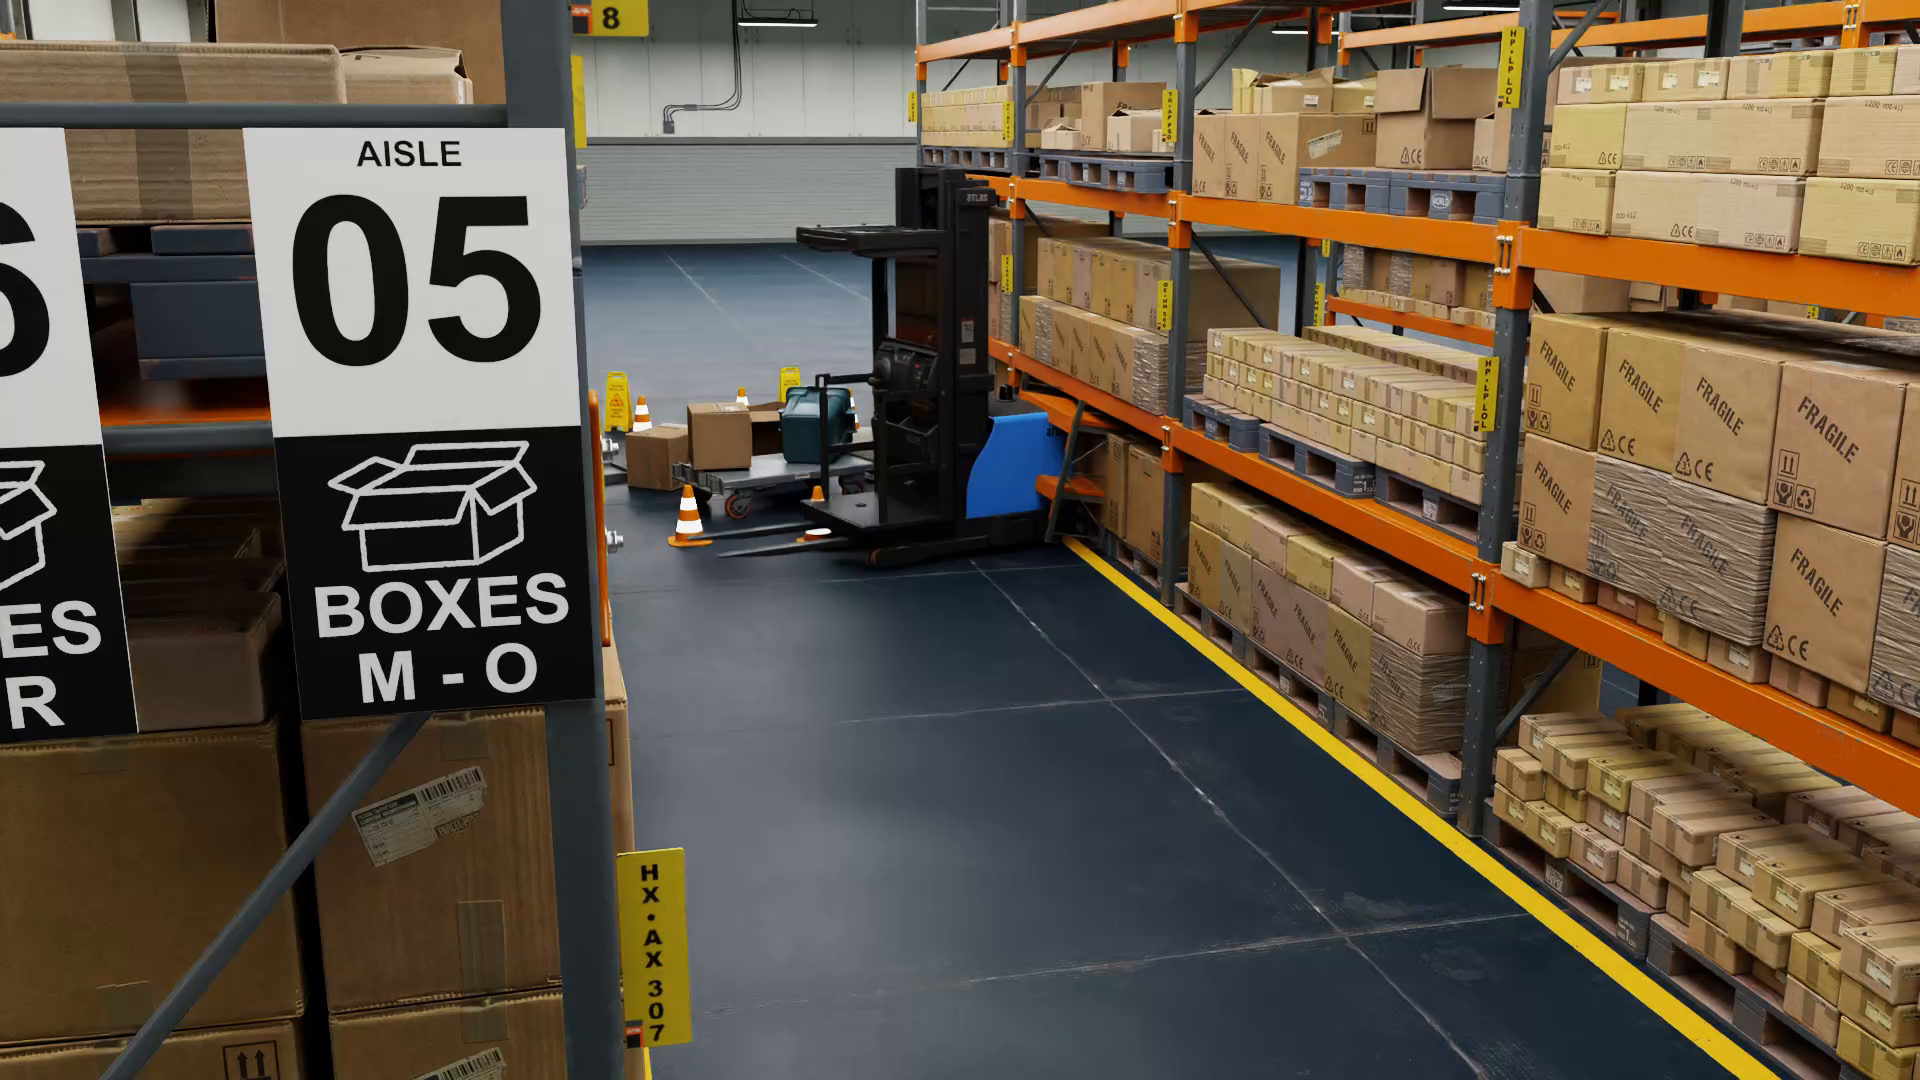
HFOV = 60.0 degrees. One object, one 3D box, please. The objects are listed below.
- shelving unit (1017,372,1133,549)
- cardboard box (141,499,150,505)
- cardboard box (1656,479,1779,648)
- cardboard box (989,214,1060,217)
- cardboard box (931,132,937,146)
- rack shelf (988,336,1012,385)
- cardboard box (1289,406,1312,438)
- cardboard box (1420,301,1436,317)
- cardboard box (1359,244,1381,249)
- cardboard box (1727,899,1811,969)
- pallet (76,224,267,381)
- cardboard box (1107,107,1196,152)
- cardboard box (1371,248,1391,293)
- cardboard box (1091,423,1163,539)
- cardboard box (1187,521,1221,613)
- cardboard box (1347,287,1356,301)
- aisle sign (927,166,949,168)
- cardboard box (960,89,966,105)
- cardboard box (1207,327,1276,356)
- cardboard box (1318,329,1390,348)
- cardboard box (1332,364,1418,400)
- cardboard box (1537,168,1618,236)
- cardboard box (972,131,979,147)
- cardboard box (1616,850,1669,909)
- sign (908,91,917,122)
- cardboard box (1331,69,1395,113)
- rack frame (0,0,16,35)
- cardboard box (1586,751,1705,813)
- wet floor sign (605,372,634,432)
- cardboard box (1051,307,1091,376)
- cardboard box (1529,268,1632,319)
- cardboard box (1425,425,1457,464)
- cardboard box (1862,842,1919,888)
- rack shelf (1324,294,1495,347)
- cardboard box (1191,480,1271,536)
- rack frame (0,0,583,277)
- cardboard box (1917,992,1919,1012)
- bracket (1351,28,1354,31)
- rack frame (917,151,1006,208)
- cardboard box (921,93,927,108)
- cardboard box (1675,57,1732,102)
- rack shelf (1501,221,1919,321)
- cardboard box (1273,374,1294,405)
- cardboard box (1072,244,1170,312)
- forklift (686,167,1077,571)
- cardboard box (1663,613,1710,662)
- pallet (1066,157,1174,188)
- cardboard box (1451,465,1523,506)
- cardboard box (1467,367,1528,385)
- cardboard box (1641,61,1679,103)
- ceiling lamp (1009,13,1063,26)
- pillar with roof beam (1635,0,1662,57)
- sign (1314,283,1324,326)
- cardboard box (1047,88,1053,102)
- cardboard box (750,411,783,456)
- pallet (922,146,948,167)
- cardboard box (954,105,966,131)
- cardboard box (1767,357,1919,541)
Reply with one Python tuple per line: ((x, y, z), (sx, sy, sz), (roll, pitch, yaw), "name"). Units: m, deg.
((0.811, -0.646, 13.220), (0.538, 1.125, 1.048), (7, 15, -25), "shelving unit")
((-1.641, -0.096, 3.816), (0.380, 0.149, 0.250), (-3, 14, -12), "cardboard box")
((2.918, 0.061, 6.018), (0.500, 0.500, 0.500), (-4, 14, -14), "cardboard box")
((0.540, -3.010, 16.837), (0.875, 0.550, 0.500), (-3, 14, -13), "cardboard box")
((-0.091, -4.248, 17.609), (0.380, 0.149, 0.250), (-3, 14, -13), "cardboard box")
((0.491, -2.063, 17.068), (1.077, 0.370, 4.000), (-3, 14, -13), "rack shelf")
((2.123, -0.690, 9.577), (0.380, 0.149, 0.250), (-3, 14, -12), "cardboard box")
((5.132, -2.463, 17.716), (0.380, 0.149, 0.250), (-3, 14, -13), "cardboard box")
((4.841, -3.548, 18.686), (0.500, 0.500, 0.500), (-3, 14, -13), "cardboard box")
((2.986, 1.387, 5.926), (0.380, 0.149, 0.250), (-3, 14, -13), "cardboard box")
((-1.193, -0.469, 2.891), (1.003, 0.211, 1.213), (-3, 14, -13), "pallet")
((1.363, -2.919, 11.829), (0.500, 0.311, 0.500), (-3, 14, -13), "cardboard box")
((5.203, -3.083, 18.890), (0.875, 0.500, 0.500), (-3, 14, -13), "cardboard box")
((1.636, -0.487, 12.955), (1.050, 0.750, 0.750), (-3, 14, -12), "cardboard box")
((1.819, 0.159, 10.838), (0.500, 0.500, 0.500), (-4, 14, -16), "cardboard box")
((4.742, -2.868, 19.373), (0.380, 0.149, 0.250), (-3, 14, -13), "cardboard box")
((-0.287, -4.137, 18.561), (0.394, 0.787, 0.004), (-3, 14, -13), "aisle sign")
((0.208, -4.343, 16.318), (0.380, 0.149, 0.250), (-3, 14, -12), "cardboard box")
((1.822, -1.281, 10.742), (0.380, 0.149, 0.250), (-3, 14, -13), "cardboard box")
((2.518, -1.254, 10.631), (0.380, 0.149, 0.250), (-3, 14, -14), "cardboard box")
((2.250, -0.859, 9.015), (0.380, 0.149, 0.250), (-4, 14, -16), "cardboard box")
((2.692, -1.369, 6.705), (0.500, 0.250, 0.500), (-3, 14, -10), "cardboard box")
((0.326, -3.840, 15.936), (0.380, 0.149, 0.250), (-3, 14, -12), "cardboard box")
((2.893, 1.349, 6.709), (0.380, 0.149, 0.250), (-4, 14, -14), "cardboard box")
((-0.519, -4.765, 18.281), (0.100, 0.325, 0.005), (-3, 14, -13), "sign")
((2.383, -2.710, 10.055), (0.396, 0.266, 0.258), (-3, 14, -13), "cardboard box")
((-9.590, -5.212, 15.799), (1.000, 3.000, 0.127), (-3, 14, -13), "rack frame")
((2.834, 0.999, 6.884), (0.380, 0.149, 0.250), (-3, 14, -14), "cardboard box")
((-3.771, -1.535, 18.349), (0.267, 0.644, 0.232), (2, 14, 6), "wet floor sign")
((1.057, -1.632, 13.575), (0.500, 0.500, 0.500), (-3, 14, -13), "cardboard box")
((5.856, -2.509, 15.227), (1.000, 1.000, 1.000), (-3, 14, -13), "cardboard box")
((2.491, -0.474, 8.064), (0.380, 0.149, 0.250), (-3, 14, -13), "cardboard box")
((3.506, 1.214, 6.007), (0.380, 0.149, 0.250), (-3, 14, -13), "cardboard box")
((5.336, -2.316, 18.104), (1.077, 0.370, 4.000), (-3, 14, -13), "rack shelf")
((1.827, -0.210, 10.769), (0.500, 0.250, 0.500), (-4, 14, -16), "cardboard box")
((-1.009, -1.798, 1.826), (1.000, 3.000, 0.127), (-3, 14, -13), "rack frame")
((3.222, 1.424, 5.148), (0.380, 0.149, 0.250), (-4, 14, -15), "cardboard box")
((12.271, -16.049, 52.571), (0.235, 0.232, 0.430), (-3, 14, -13), "bracket")
((0.022, -2.874, 18.871), (1.000, 3.000, 0.127), (-3, 14, -13), "rack frame")
((-0.209, -4.755, 18.001), (0.380, 0.149, 0.250), (-3, 14, -13), "cardboard box")
((2.835, -1.664, 6.021), (0.380, 0.149, 0.250), (-4, 14, -15), "cardboard box")
((3.310, -0.752, 5.381), (1.077, 0.370, 4.000), (-3, 14, -13), "rack shelf")
((2.068, -0.893, 9.779), (0.380, 0.149, 0.250), (-3, 14, -13), "cardboard box")
((1.324, -2.136, 13.534), (0.700, 0.500, 0.500), (-3, 14, -13), "cardboard box")
((-0.597, -1.335, 12.714), (3.031, 2.935, 1.130), (-8, 16, -29), "forklift")
((2.889, 0.339, 6.250), (0.380, 0.149, 0.250), (-3, 14, -12), "cardboard box")
((1.432, -2.797, 12.635), (1.003, 0.211, 1.213), (-3, 14, -11), "pallet")
((2.554, -0.268, 7.850), (0.380, 0.149, 0.250), (-4, 14, -14), "cardboard box")
((2.948, -0.833, 8.909), (0.380, 0.149, 0.250), (-3, 14, -14), "cardboard box")
((2.818, -1.727, 6.277), (0.380, 0.149, 0.250), (-3, 14, -14), "cardboard box")
((2.221, -14.936, 43.302), (2.000, 3.185, 0.800), (-3, 14, -13), "ceiling lamp")
((11.904, -10.669, 38.137), (9.100, 9.000, 0.548), (-3, 14, -13), "pillar with roof beam")
((2.426, -1.585, 11.322), (0.100, 0.325, 0.005), (-3, 14, -13), "sign")
((1.026, -4.205, 15.752), (0.380, 0.149, 0.250), (-4, 14, -14), "cardboard box")
((-1.665, -0.949, 15.965), (0.797, 0.637, 0.503), (-3, 14, -13), "cardboard box")
((0.206, -4.118, 17.828), (1.003, 0.211, 1.213), (-3, 14, -13), "pallet")
((0.242, -4.181, 16.492), (0.500, 0.250, 0.500), (-3, 14, -13), "cardboard box")
((3.053, -0.312, 5.439), (0.500, 0.500, 0.500), (-4, 14, -15), "cardboard box")
